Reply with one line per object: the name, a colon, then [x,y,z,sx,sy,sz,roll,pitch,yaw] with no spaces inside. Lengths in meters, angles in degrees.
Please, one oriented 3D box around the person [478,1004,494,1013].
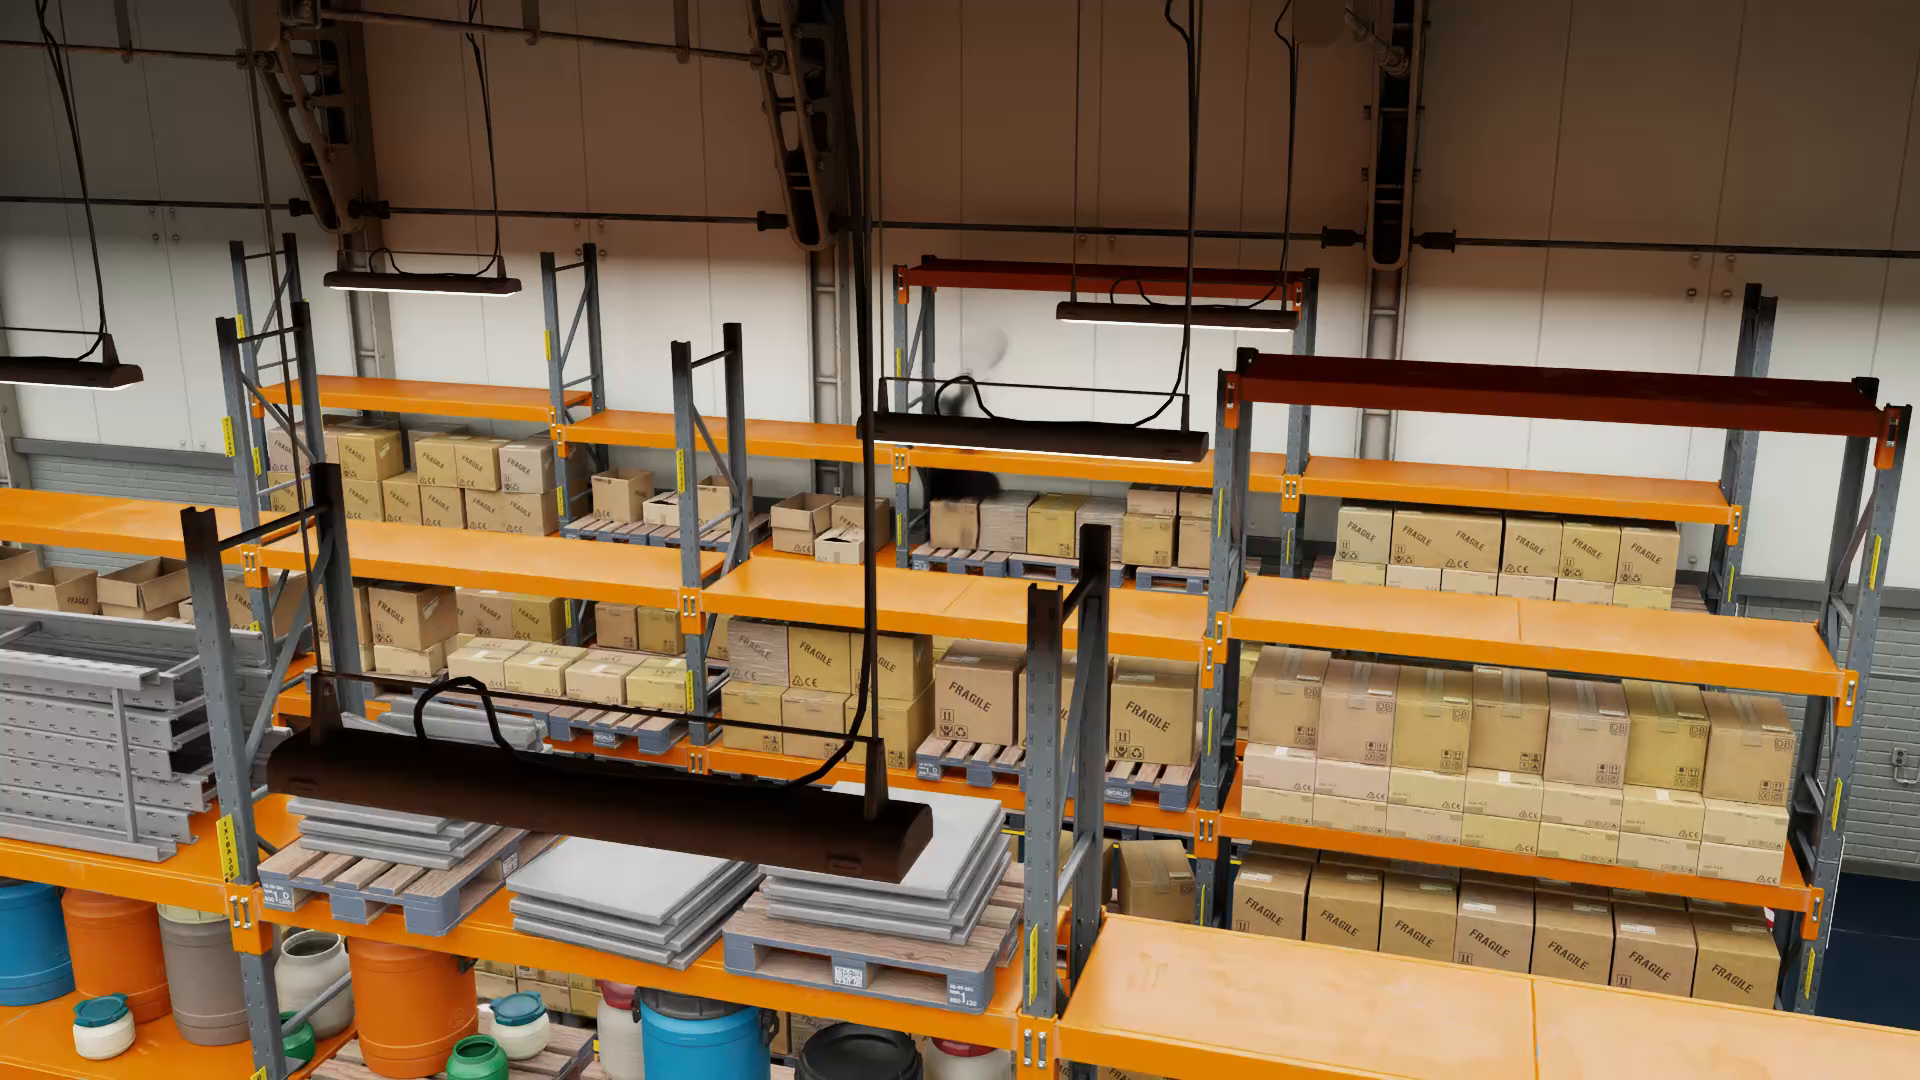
person: [-3.473,3.961,11.787,0.835,1.824,0.694,2,16,8]
